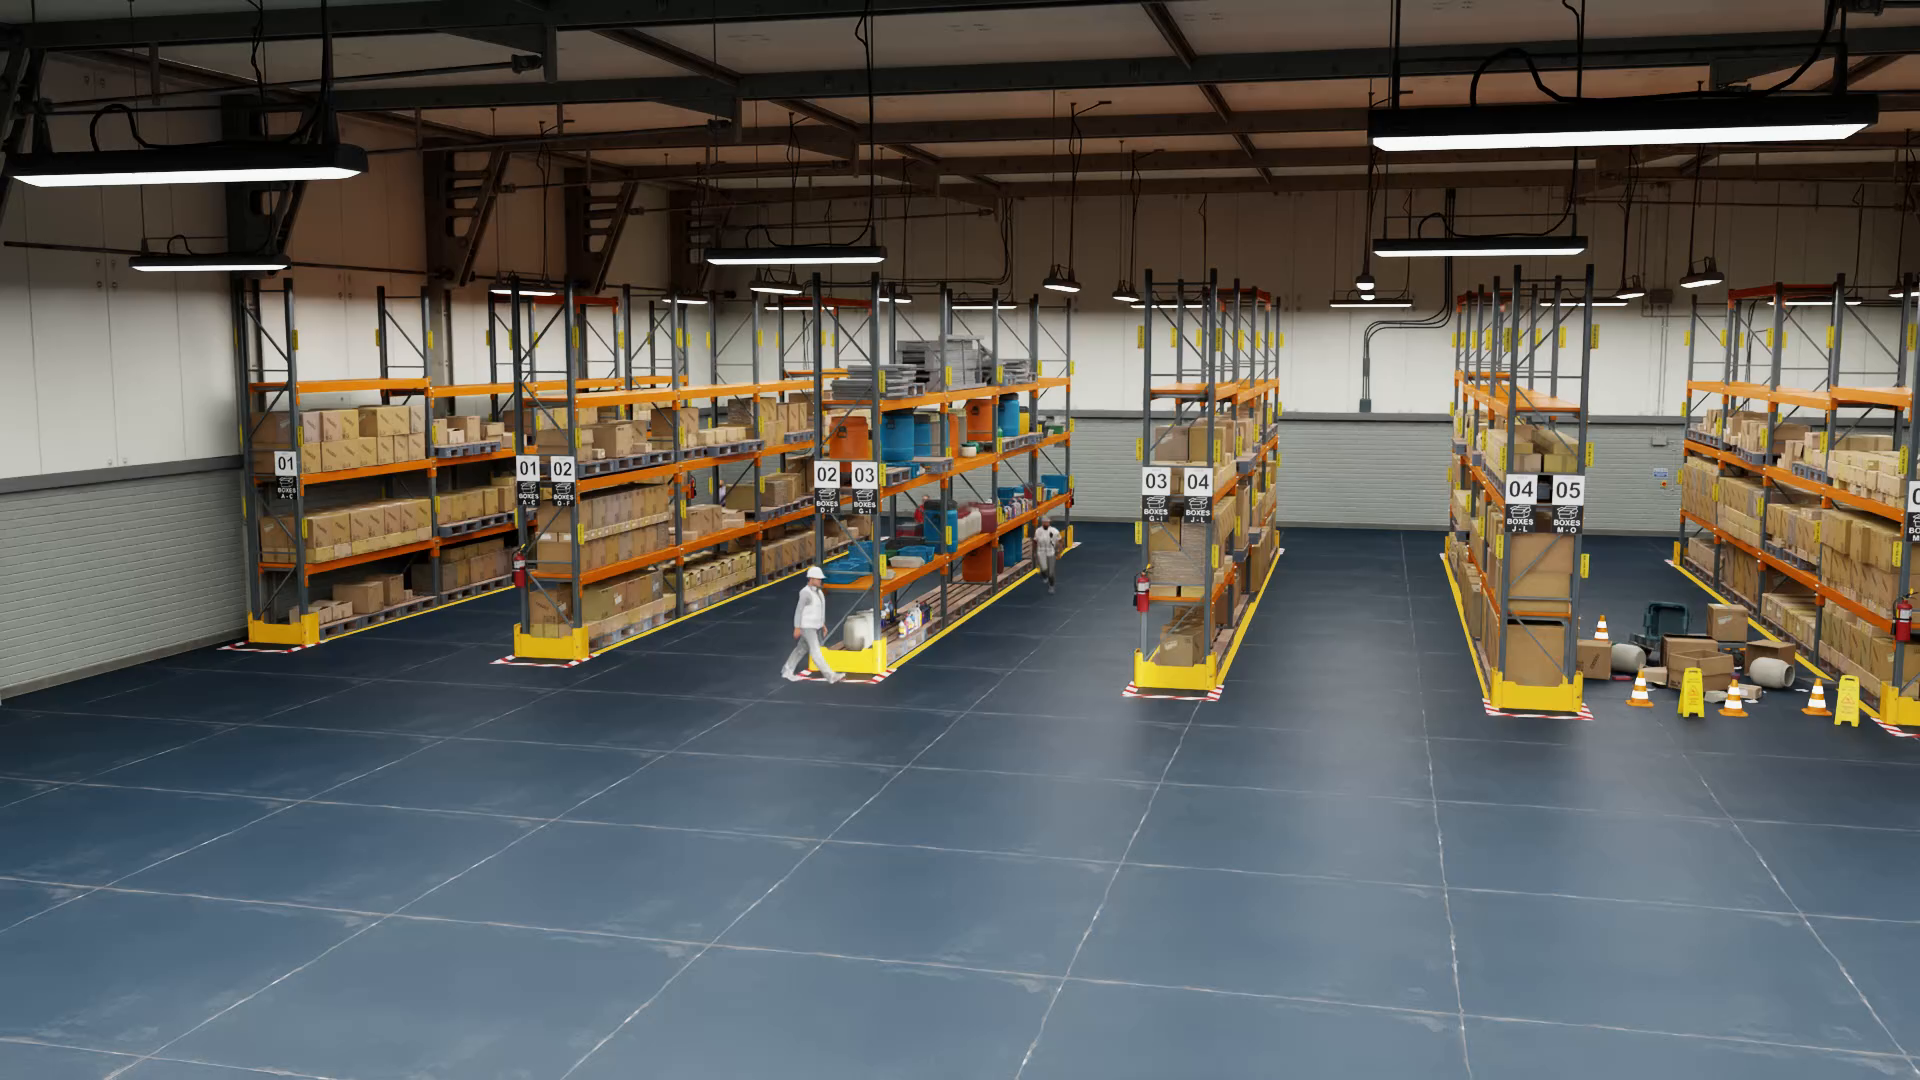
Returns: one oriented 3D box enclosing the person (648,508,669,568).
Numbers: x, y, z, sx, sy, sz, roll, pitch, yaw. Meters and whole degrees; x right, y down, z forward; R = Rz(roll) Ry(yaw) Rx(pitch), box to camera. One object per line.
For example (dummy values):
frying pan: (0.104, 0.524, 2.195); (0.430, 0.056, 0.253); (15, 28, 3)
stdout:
person: (-6.773, -0.287, 36.710); (0.534, 1.722, 0.995); (3, 7, 23)

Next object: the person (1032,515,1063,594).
person: (1.711, 0.293, 32.550); (0.602, 1.609, 0.709); (1, 7, 7)

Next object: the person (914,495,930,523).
person: (-0.729, -0.153, 35.956); (0.588, 1.664, 1.078); (1, 7, 11)

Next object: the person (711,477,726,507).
person: (-5.986, -0.782, 41.538); (0.547, 1.583, 1.064); (1, 7, 5)

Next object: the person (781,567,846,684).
person: (-2.123, 1.236, 24.227); (1.106, 1.700, 0.545); (2, 7, 15)
